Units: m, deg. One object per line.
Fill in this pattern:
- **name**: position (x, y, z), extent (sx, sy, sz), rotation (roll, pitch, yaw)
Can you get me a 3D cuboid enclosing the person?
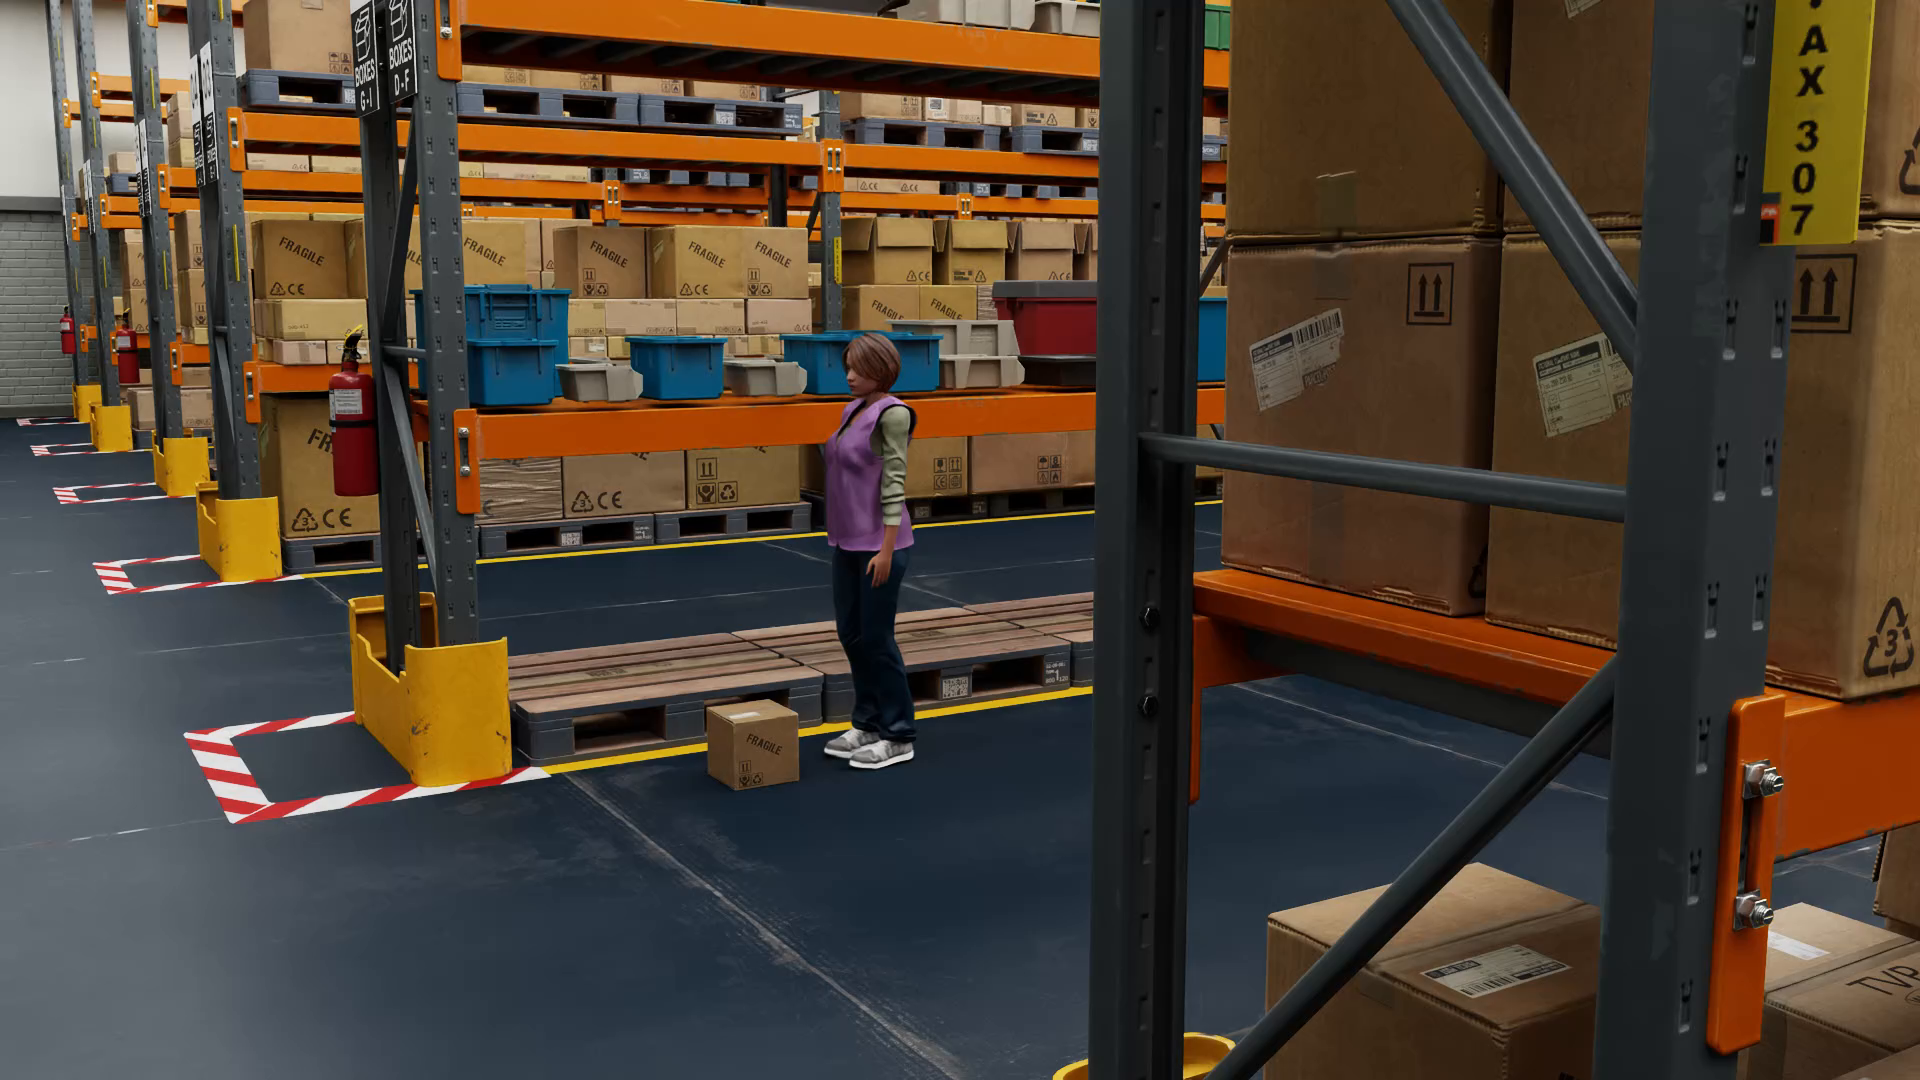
- **person**: position (-0.325, 0.039, 6.121), extent (0.305, 1.595, 0.406), rotation (-5, 10, -30)
